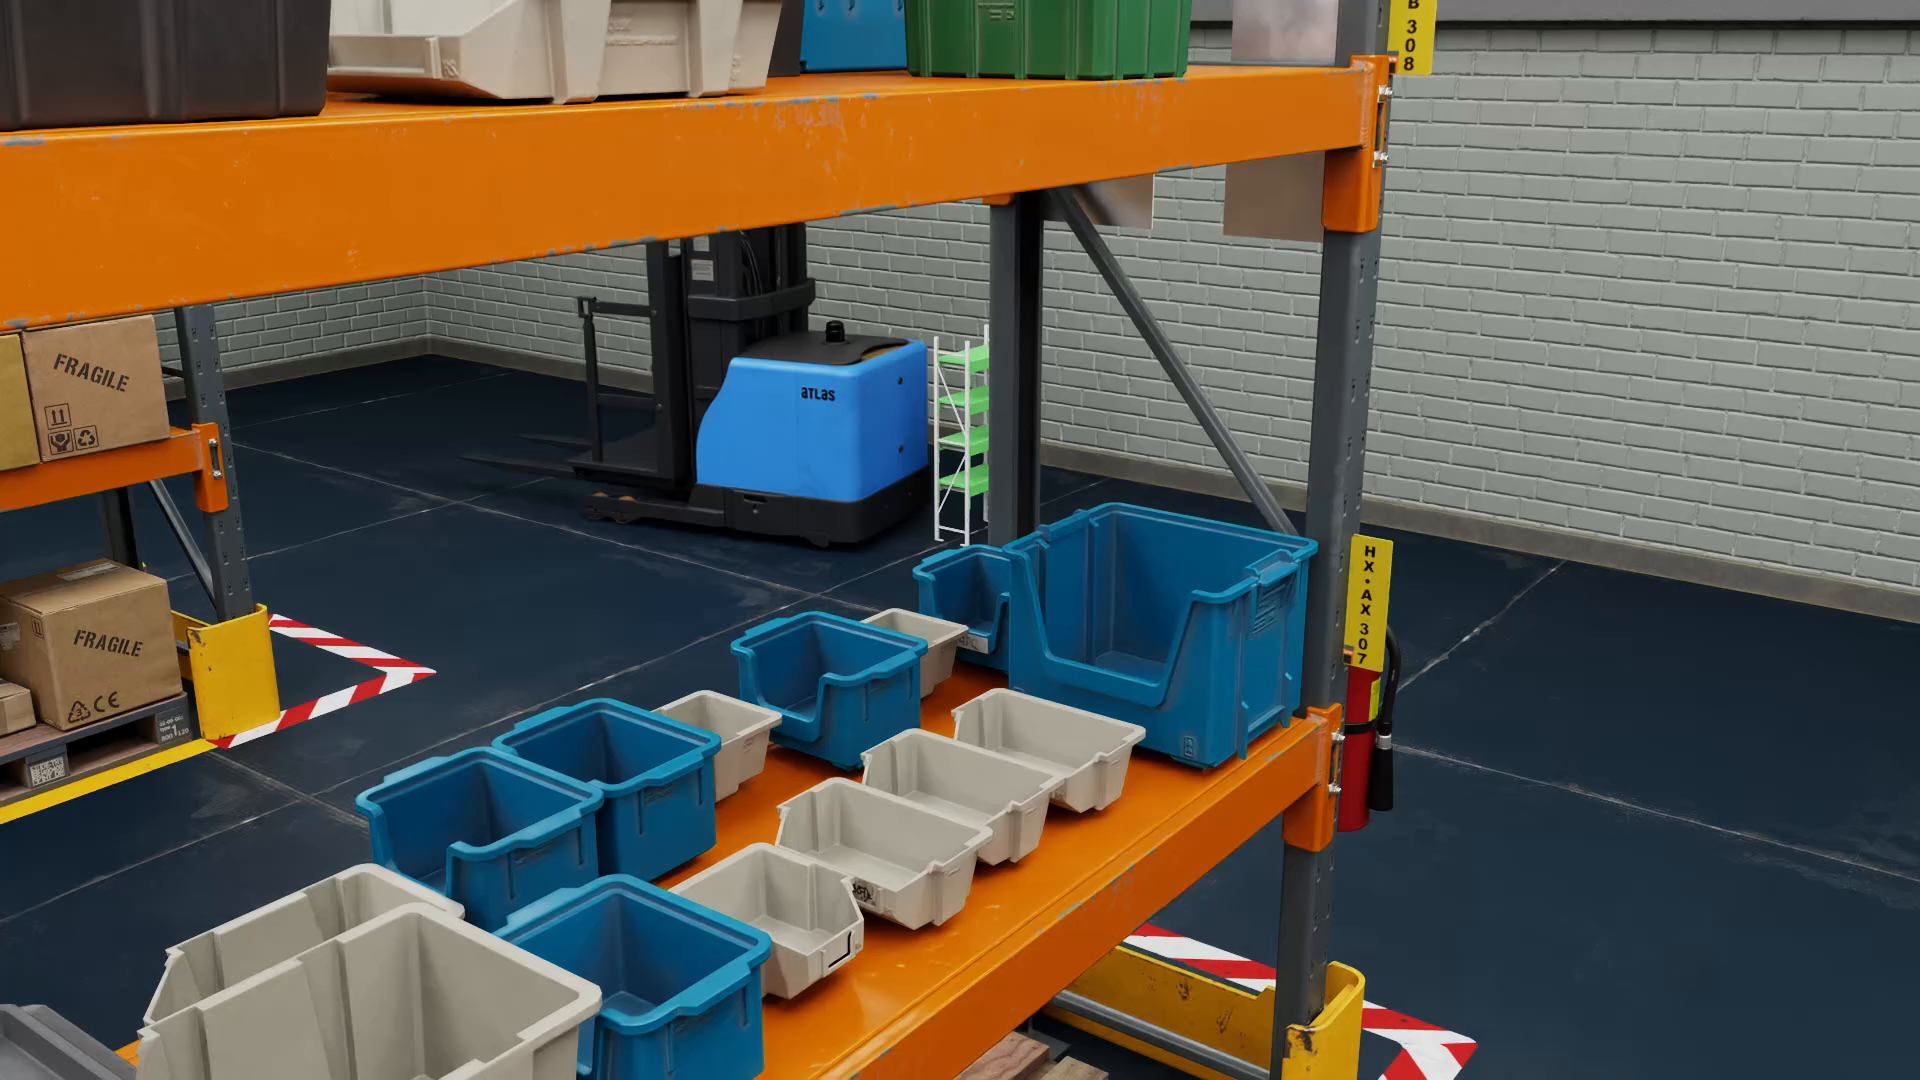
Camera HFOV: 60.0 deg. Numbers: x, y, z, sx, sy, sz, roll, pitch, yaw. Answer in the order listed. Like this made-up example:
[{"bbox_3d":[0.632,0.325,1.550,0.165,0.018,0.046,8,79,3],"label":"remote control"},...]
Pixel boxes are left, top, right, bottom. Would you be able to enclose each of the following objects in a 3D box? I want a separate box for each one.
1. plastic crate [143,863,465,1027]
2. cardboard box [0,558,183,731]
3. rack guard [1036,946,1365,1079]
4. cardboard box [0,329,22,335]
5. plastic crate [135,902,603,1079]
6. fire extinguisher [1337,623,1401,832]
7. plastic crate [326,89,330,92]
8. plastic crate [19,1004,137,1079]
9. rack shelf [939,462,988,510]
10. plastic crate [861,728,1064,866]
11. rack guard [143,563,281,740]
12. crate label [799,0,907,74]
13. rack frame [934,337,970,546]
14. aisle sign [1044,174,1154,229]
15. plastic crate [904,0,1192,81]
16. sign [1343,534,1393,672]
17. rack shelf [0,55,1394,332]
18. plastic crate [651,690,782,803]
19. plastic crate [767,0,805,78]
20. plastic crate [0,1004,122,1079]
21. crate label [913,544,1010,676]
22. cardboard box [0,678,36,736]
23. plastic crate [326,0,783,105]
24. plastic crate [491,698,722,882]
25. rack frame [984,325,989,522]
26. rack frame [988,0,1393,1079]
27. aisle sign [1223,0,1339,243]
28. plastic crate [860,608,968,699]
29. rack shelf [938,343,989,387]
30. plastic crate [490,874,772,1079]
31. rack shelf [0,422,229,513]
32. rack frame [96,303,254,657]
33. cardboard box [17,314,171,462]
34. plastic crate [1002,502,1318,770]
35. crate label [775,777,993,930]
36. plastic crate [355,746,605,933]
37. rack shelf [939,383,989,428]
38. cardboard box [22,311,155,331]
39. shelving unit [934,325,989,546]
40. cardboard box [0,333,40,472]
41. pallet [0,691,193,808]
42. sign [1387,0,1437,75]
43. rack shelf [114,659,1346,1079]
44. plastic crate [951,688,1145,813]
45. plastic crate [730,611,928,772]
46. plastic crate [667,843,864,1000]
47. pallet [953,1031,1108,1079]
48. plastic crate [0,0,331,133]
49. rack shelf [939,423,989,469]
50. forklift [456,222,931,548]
[{"bbox_3d":[-1.076,0.717,2.722,0.293,0.136,0.466,12,21,35],"label":"plastic crate"},{"bbox_3d":[-3.591,0.415,6.823,0.500,0.500,0.500,12,21,35],"label":"cardboard box"},{"bbox_3d":[0.515,1.320,4.650,1.175,0.500,0.348,12,21,35],"label":"rack guard"},{"bbox_3d":[-3.810,-0.992,6.026,0.500,0.500,0.500,13,22,36],"label":"cardboard box"},{"bbox_3d":[-0.815,0.784,2.260,0.437,0.282,0.530,12,21,35],"label":"plastic crate"},{"bbox_3d":[0.966,0.394,4.177,0.296,0.674,0.183,12,21,35],"label":"fire extinguisher"},{"bbox_3d":[-1.057,-0.768,2.302,0.437,0.282,0.530,12,21,35],"label":"plastic crate"},{"bbox_3d":[-1.421,0.876,2.228,0.437,0.125,0.590,12,21,35],"label":"plastic crate"},{"bbox_3d":[0.099,-0.322,9.783,0.258,0.148,0.480,12,21,35],"label":"rack shelf"},{"bbox_3d":[-0.014,0.524,3.341,0.396,0.136,0.243,12,21,35],"label":"plastic crate"},{"bbox_3d":[-3.510,0.470,7.387,1.175,0.500,0.348,12,21,35],"label":"rack guard"},{"bbox_3d":[-0.298,-1.064,3.306,0.408,0.251,0.502,12,21,35],"label":"crate label"},{"bbox_3d":[-0.047,-0.554,9.506,0.240,1.200,0.015,12,21,35],"label":"rack frame"},{"bbox_3d":[0.315,-1.177,4.092,0.394,0.787,0.004,12,21,35],"label":"aisle sign"},{"bbox_3d":[0.153,-0.912,2.921,0.450,0.188,0.336,12,21,35],"label":"plastic crate"},{"bbox_3d":[0.962,0.150,3.928,0.100,0.325,0.005,12,21,35],"label":"sign"},{"bbox_3d":[-0.681,-0.478,2.381,1.077,0.370,4.000,12,21,35],"label":"rack shelf"},{"bbox_3d":[-0.562,0.456,3.562,0.250,0.136,0.298,12,21,35],"label":"plastic crate"},{"bbox_3d":[-0.620,-0.953,2.802,0.504,0.338,0.767,12,21,35],"label":"plastic crate"},{"bbox_3d":[-1.139,0.860,1.709,0.402,0.464,0.583,12,21,35],"label":"plastic crate"},{"bbox_3d":[0.099,0.186,4.267,0.416,0.233,0.303,12,21,35],"label":"crate label"},{"bbox_3d":[-3.905,0.655,6.613,0.380,0.166,0.250,12,21,35],"label":"cardboard box"},{"bbox_3d":[-0.521,-0.636,2.121,0.437,0.136,0.530,12,21,35],"label":"plastic crate"},{"bbox_3d":[-0.685,0.500,3.257,0.416,0.233,0.300,12,21,35],"label":"plastic crate"},{"bbox_3d":[0.244,-0.671,9.880,0.240,1.200,0.015,12,21,35],"label":"rack frame"},{"bbox_3d":[0.511,0.134,4.253,1.000,3.000,0.127,12,21,35],"label":"rack frame"},{"bbox_3d":[0.789,-1.072,3.756,0.394,0.787,0.004,12,21,35],"label":"aisle sign"},{"bbox_3d":[-0.158,0.294,4.082,0.250,0.136,0.298,12,21,35],"label":"plastic crate"},{"bbox_3d":[0.099,-1.010,9.569,0.258,0.148,0.480,12,21,35],"label":"rack shelf"},{"bbox_3d":[-0.507,0.720,2.548,0.416,0.233,0.300,12,21,35],"label":"plastic crate"},{"bbox_3d":[-4.657,0.078,5.647,1.077,0.370,4.000,12,21,35],"label":"rack shelf"},{"bbox_3d":[-3.465,-0.742,7.075,1.000,3.000,0.127,12,21,35],"label":"rack frame"},{"bbox_3d":[-3.513,-0.635,6.561,0.500,0.500,0.500,13,22,36],"label":"cardboard box"},{"bbox_3d":[0.461,0.202,3.876,0.616,0.435,0.499,12,21,35],"label":"plastic crate"},{"bbox_3d":[-0.160,0.595,3.113,0.396,0.136,0.243,12,21,35],"label":"crate label"},{"bbox_3d":[-0.864,0.571,3.027,0.416,0.233,0.300,12,21,35],"label":"plastic crate"},{"bbox_3d":[0.099,-0.781,9.641,0.258,0.148,0.480,12,21,35],"label":"rack shelf"},{"bbox_3d":[-3.509,-1.112,6.414,0.500,0.500,0.500,12,21,34],"label":"cardboard box"},{"bbox_3d":[0.099,-0.612,9.693,0.258,1.200,0.503,12,21,35],"label":"shelving unit"},{"bbox_3d":[-3.819,-0.511,6.161,0.500,0.500,0.500,13,21,35],"label":"cardboard box"},{"bbox_3d":[-3.984,0.798,6.818,1.003,0.211,1.213,12,21,35],"label":"pallet"},{"bbox_3d":[0.962,-1.155,3.523,0.100,0.325,0.005,12,21,35],"label":"sign"},{"bbox_3d":[-0.681,0.954,2.826,1.077,0.370,4.000,12,21,35],"label":"rack shelf"},{"bbox_3d":[0.170,0.458,3.555,0.396,0.136,0.243,12,21,35],"label":"plastic crate"},{"bbox_3d":[-0.293,0.343,3.762,0.416,0.233,0.300,12,21,35],"label":"plastic crate"},{"bbox_3d":[-0.322,0.669,2.876,0.298,0.136,0.250,12,21,35],"label":"plastic crate"},{"bbox_3d":[-0.012,1.656,4.056,1.003,0.211,1.213,12,21,35],"label":"pallet"},{"bbox_3d":[-0.912,-0.530,1.556,0.497,0.269,0.590,12,21,35],"label":"plastic crate"},{"bbox_3d":[0.099,-0.551,9.712,0.258,0.148,0.480,12,21,35],"label":"rack shelf"},{"bbox_3d":[-1.742,-1.630,10.052,3.031,2.935,1.130,8,19,23],"label":"forklift"}]
